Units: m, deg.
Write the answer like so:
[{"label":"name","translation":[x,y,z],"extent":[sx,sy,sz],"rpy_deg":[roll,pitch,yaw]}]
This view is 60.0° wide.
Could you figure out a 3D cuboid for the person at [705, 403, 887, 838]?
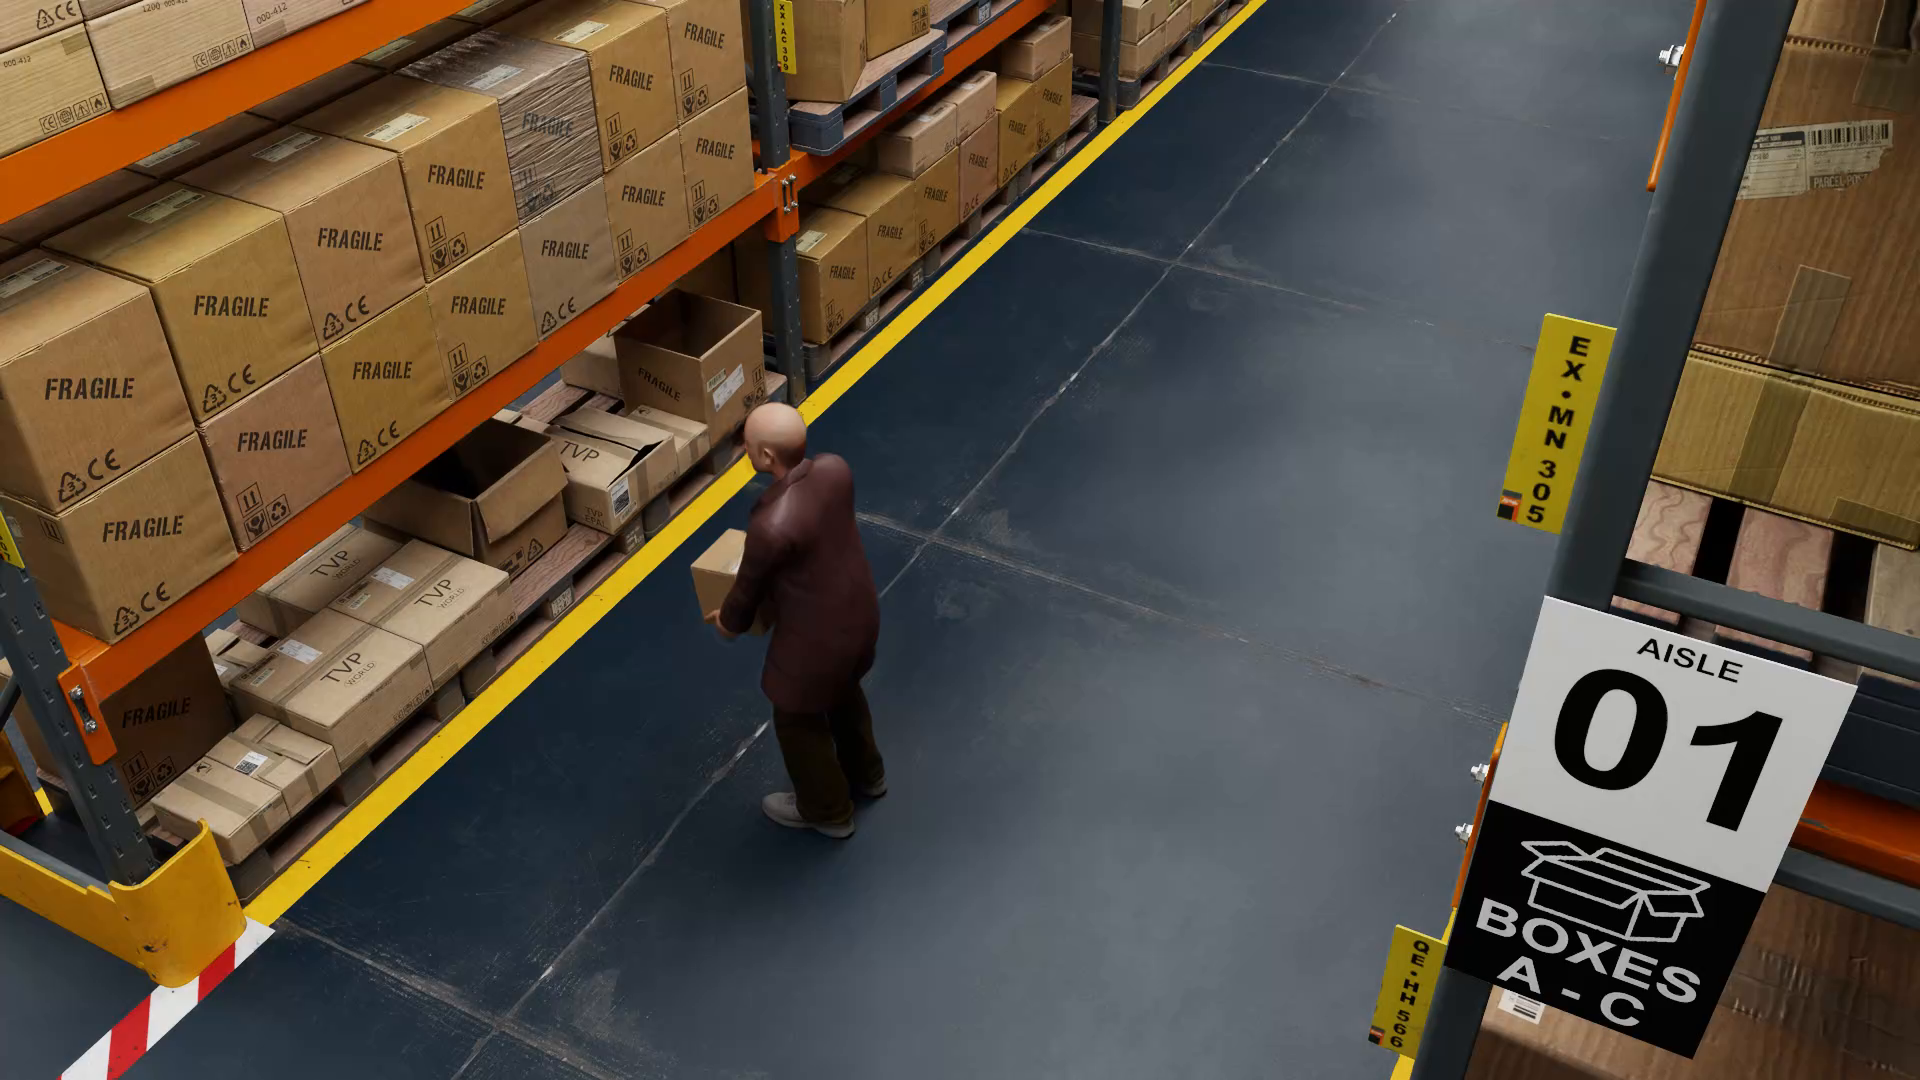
[{"label":"person","translation":[-0.577,0.268,5.829],"extent":[0.584,1.767,0.533],"rpy_deg":[17,41,21]}]
